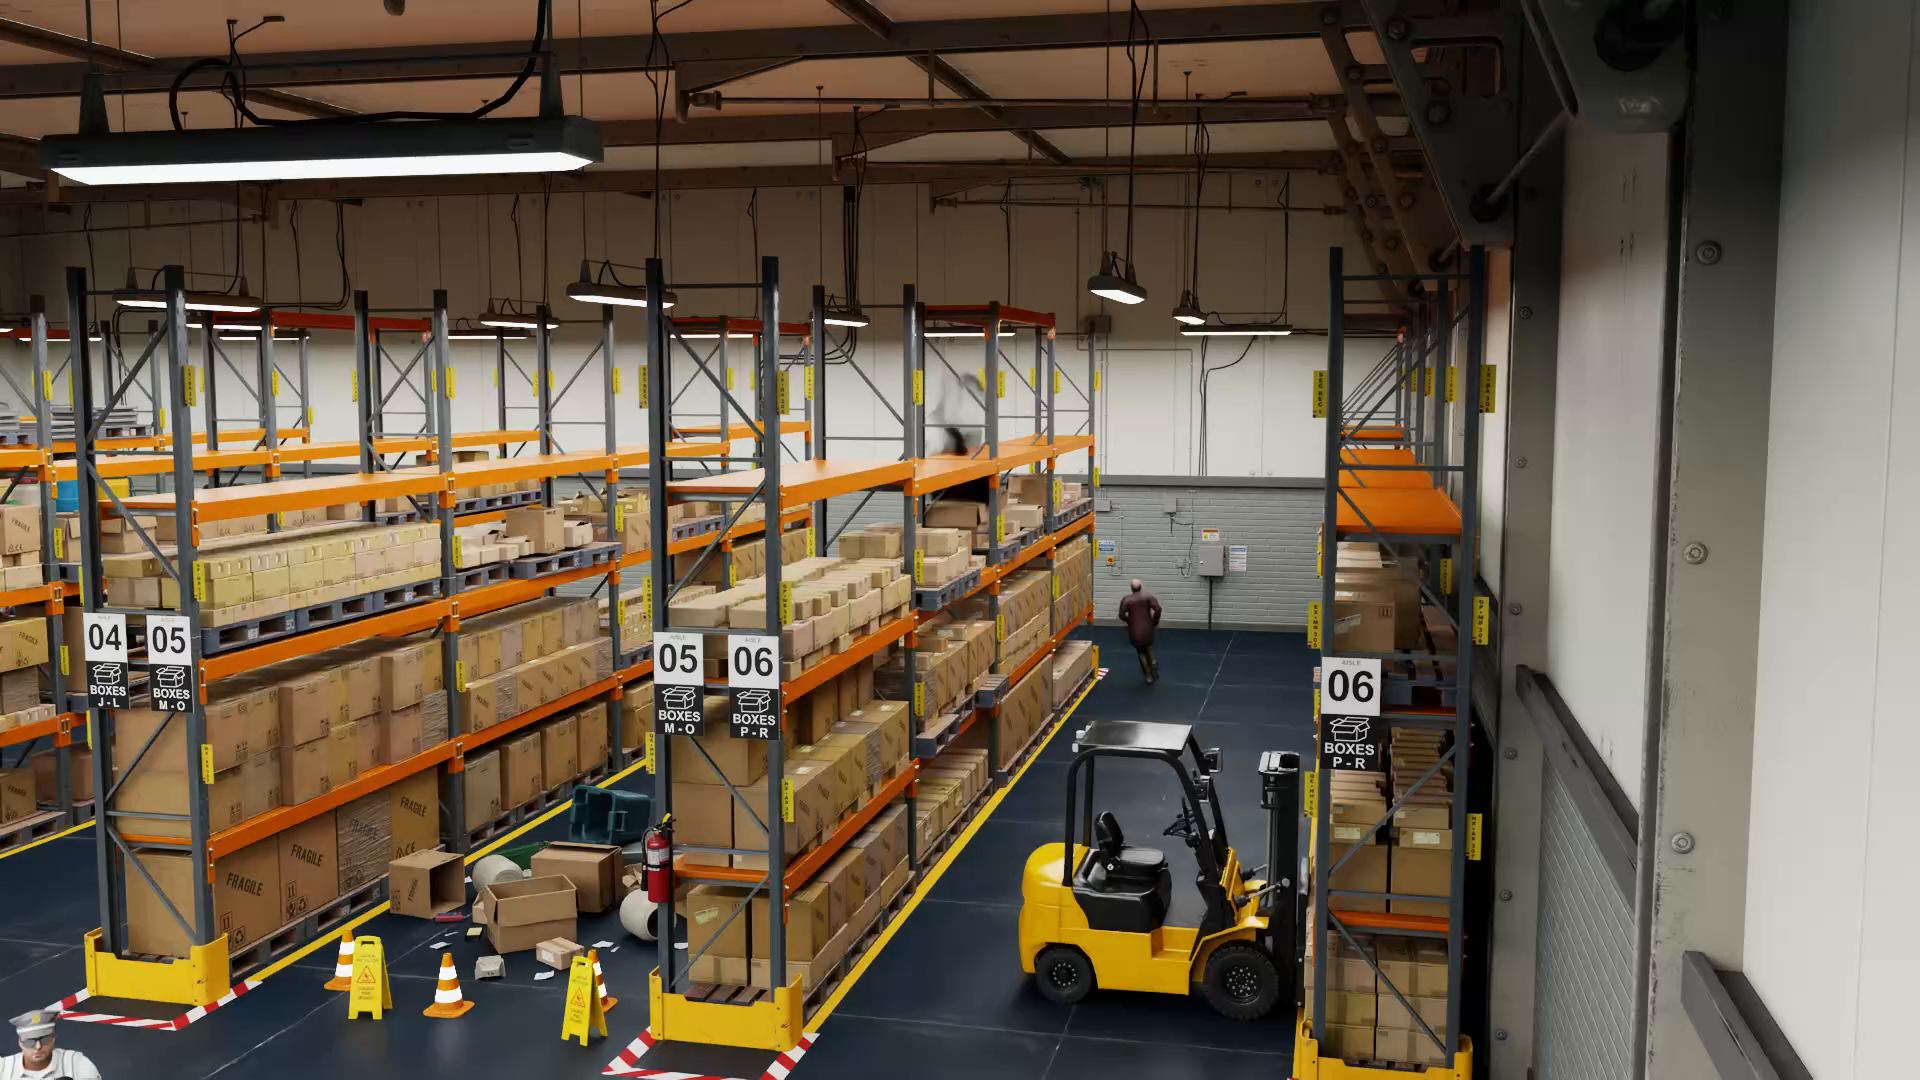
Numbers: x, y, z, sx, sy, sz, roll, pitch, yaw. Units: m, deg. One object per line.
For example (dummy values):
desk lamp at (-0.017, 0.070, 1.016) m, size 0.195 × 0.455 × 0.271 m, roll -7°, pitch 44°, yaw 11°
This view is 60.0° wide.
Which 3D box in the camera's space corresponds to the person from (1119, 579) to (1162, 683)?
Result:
person at (2.981, 1.510, 27.760) m, size 0.685 × 1.739 × 0.588 m, roll 0°, pitch 6°, yaw -3°

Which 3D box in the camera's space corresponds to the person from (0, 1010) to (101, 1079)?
person at (-4.929, 3.384, 8.938) m, size 0.634 × 1.831 × 0.893 m, roll -4°, pitch 7°, yaw -35°
